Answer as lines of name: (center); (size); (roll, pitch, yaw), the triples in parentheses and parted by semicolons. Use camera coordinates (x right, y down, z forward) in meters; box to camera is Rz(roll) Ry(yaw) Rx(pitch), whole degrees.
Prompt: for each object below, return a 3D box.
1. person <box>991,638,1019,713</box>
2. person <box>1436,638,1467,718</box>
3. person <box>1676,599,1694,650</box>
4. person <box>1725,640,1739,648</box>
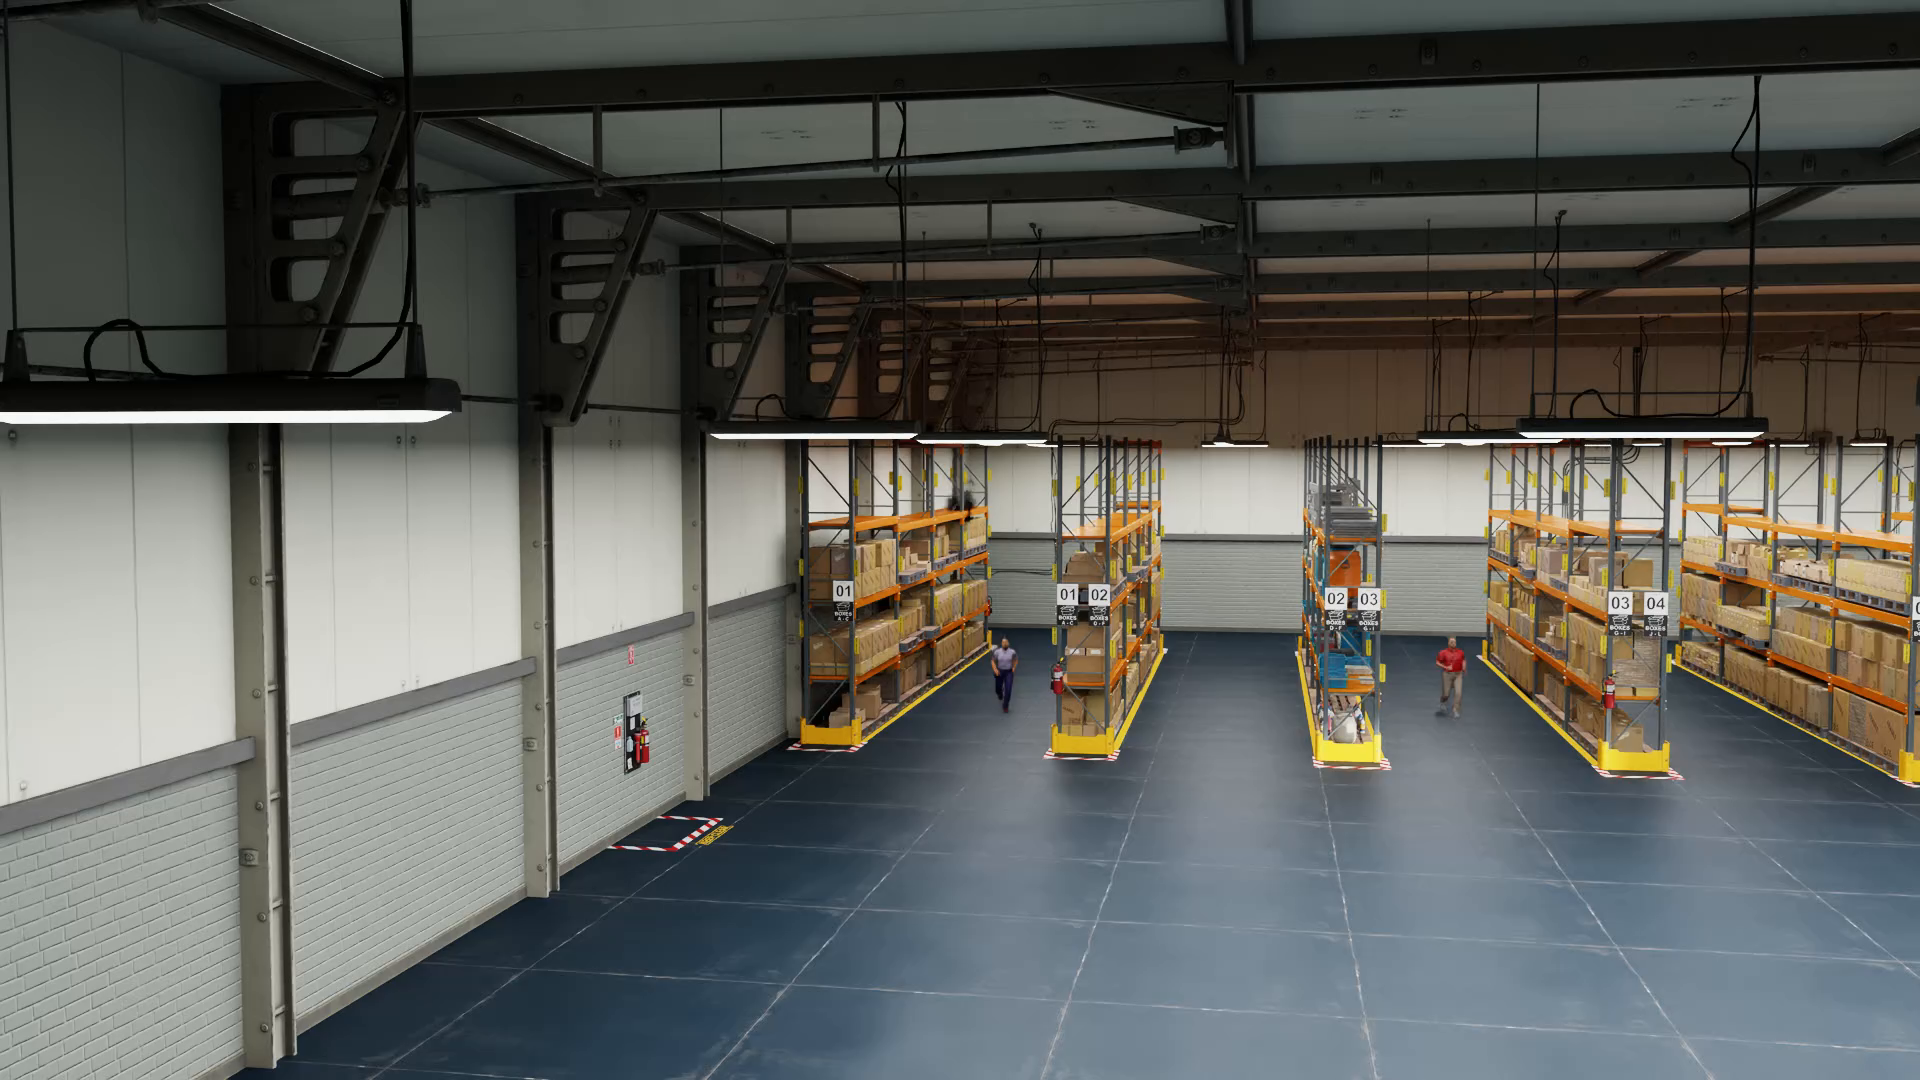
person: (0.983, 2.966, 36.612); (0.595, 1.619, 0.808); (0, 3, 4)
person: (10.584, 2.940, 35.768); (0.675, 1.689, 0.834); (0, 3, 0)
person: (20.060, 2.425, 45.731); (0.834, 1.763, 0.778); (2, 3, 28)
person: (21.171, 2.385, 45.942); (0.920, 1.699, 0.582); (-1, 3, -13)
